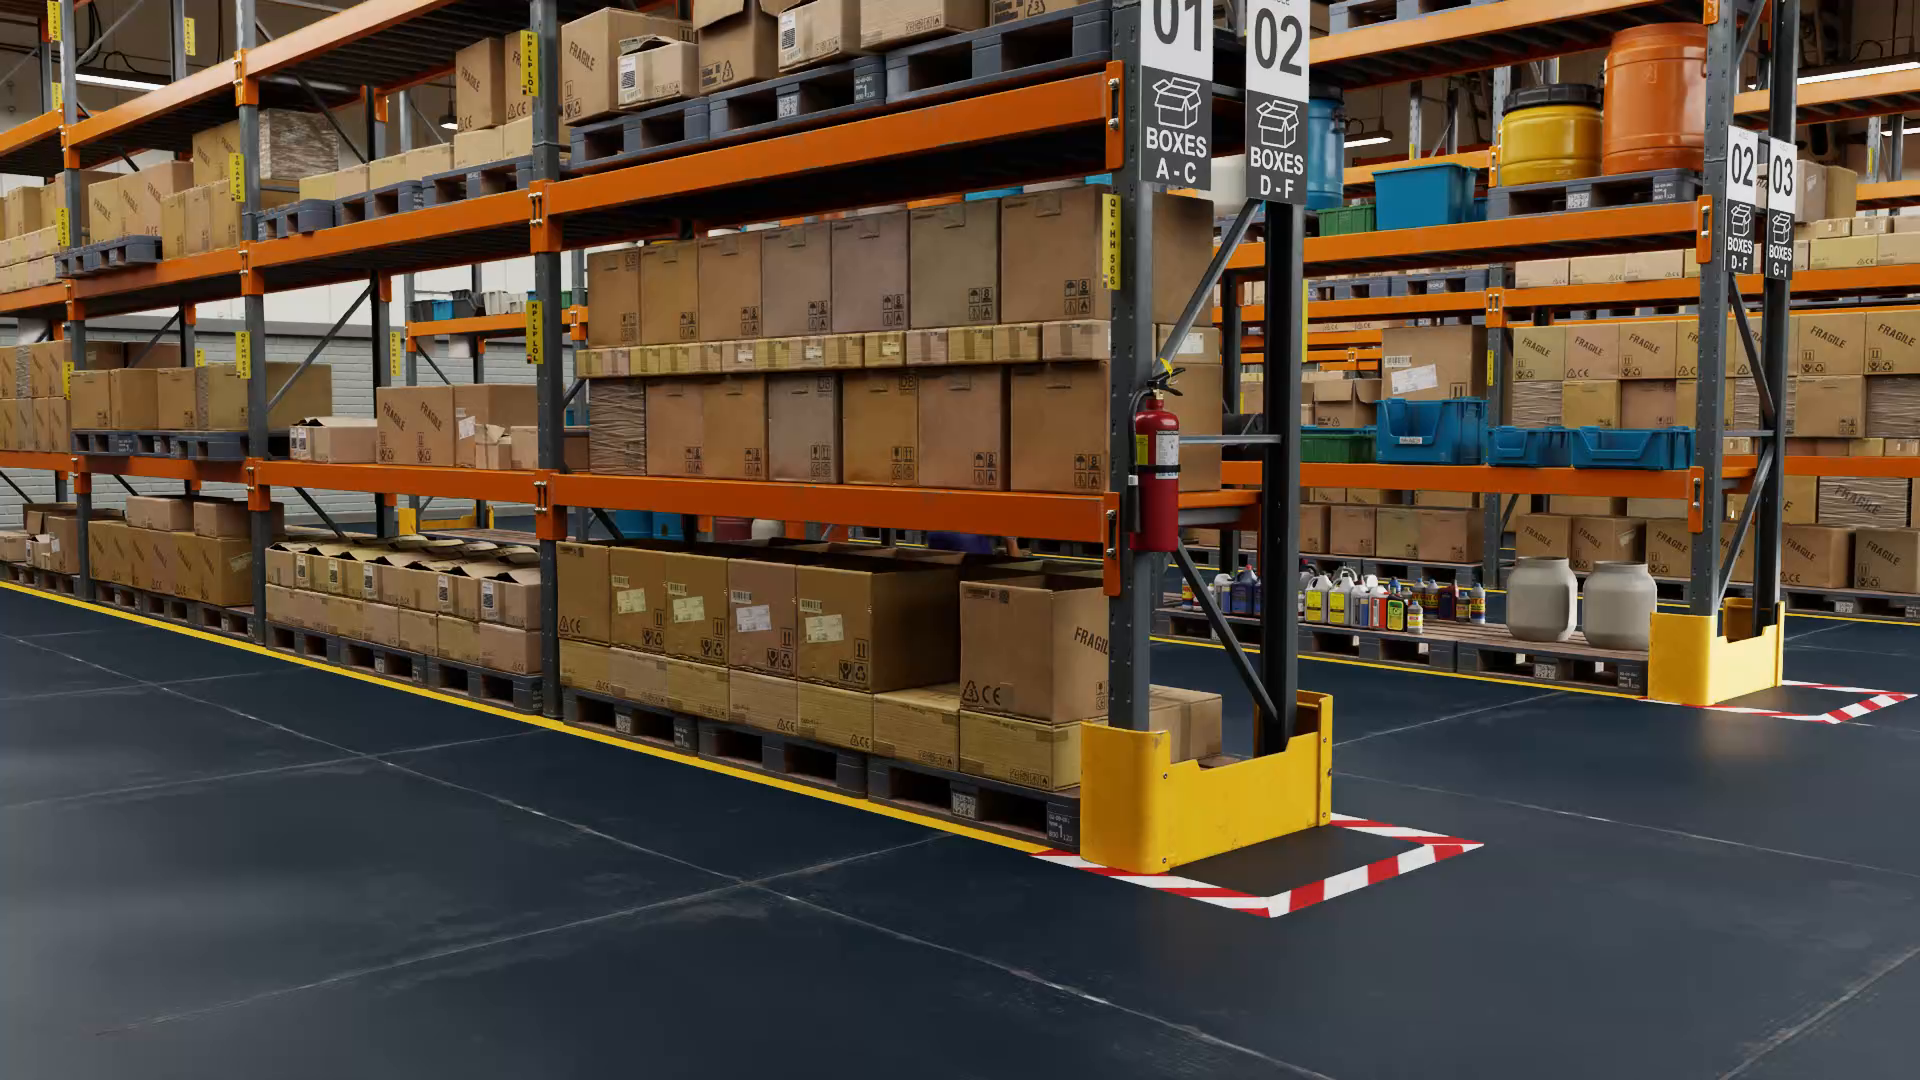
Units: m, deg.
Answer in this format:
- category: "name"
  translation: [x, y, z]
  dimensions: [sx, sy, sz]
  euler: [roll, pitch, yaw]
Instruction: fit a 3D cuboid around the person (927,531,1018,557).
- category: "person"
  translation: [0.156, 0.141, 12.084]
  dimensions: [0.476, 1.170, 0.867]
  euler: [4, 6, 44]
